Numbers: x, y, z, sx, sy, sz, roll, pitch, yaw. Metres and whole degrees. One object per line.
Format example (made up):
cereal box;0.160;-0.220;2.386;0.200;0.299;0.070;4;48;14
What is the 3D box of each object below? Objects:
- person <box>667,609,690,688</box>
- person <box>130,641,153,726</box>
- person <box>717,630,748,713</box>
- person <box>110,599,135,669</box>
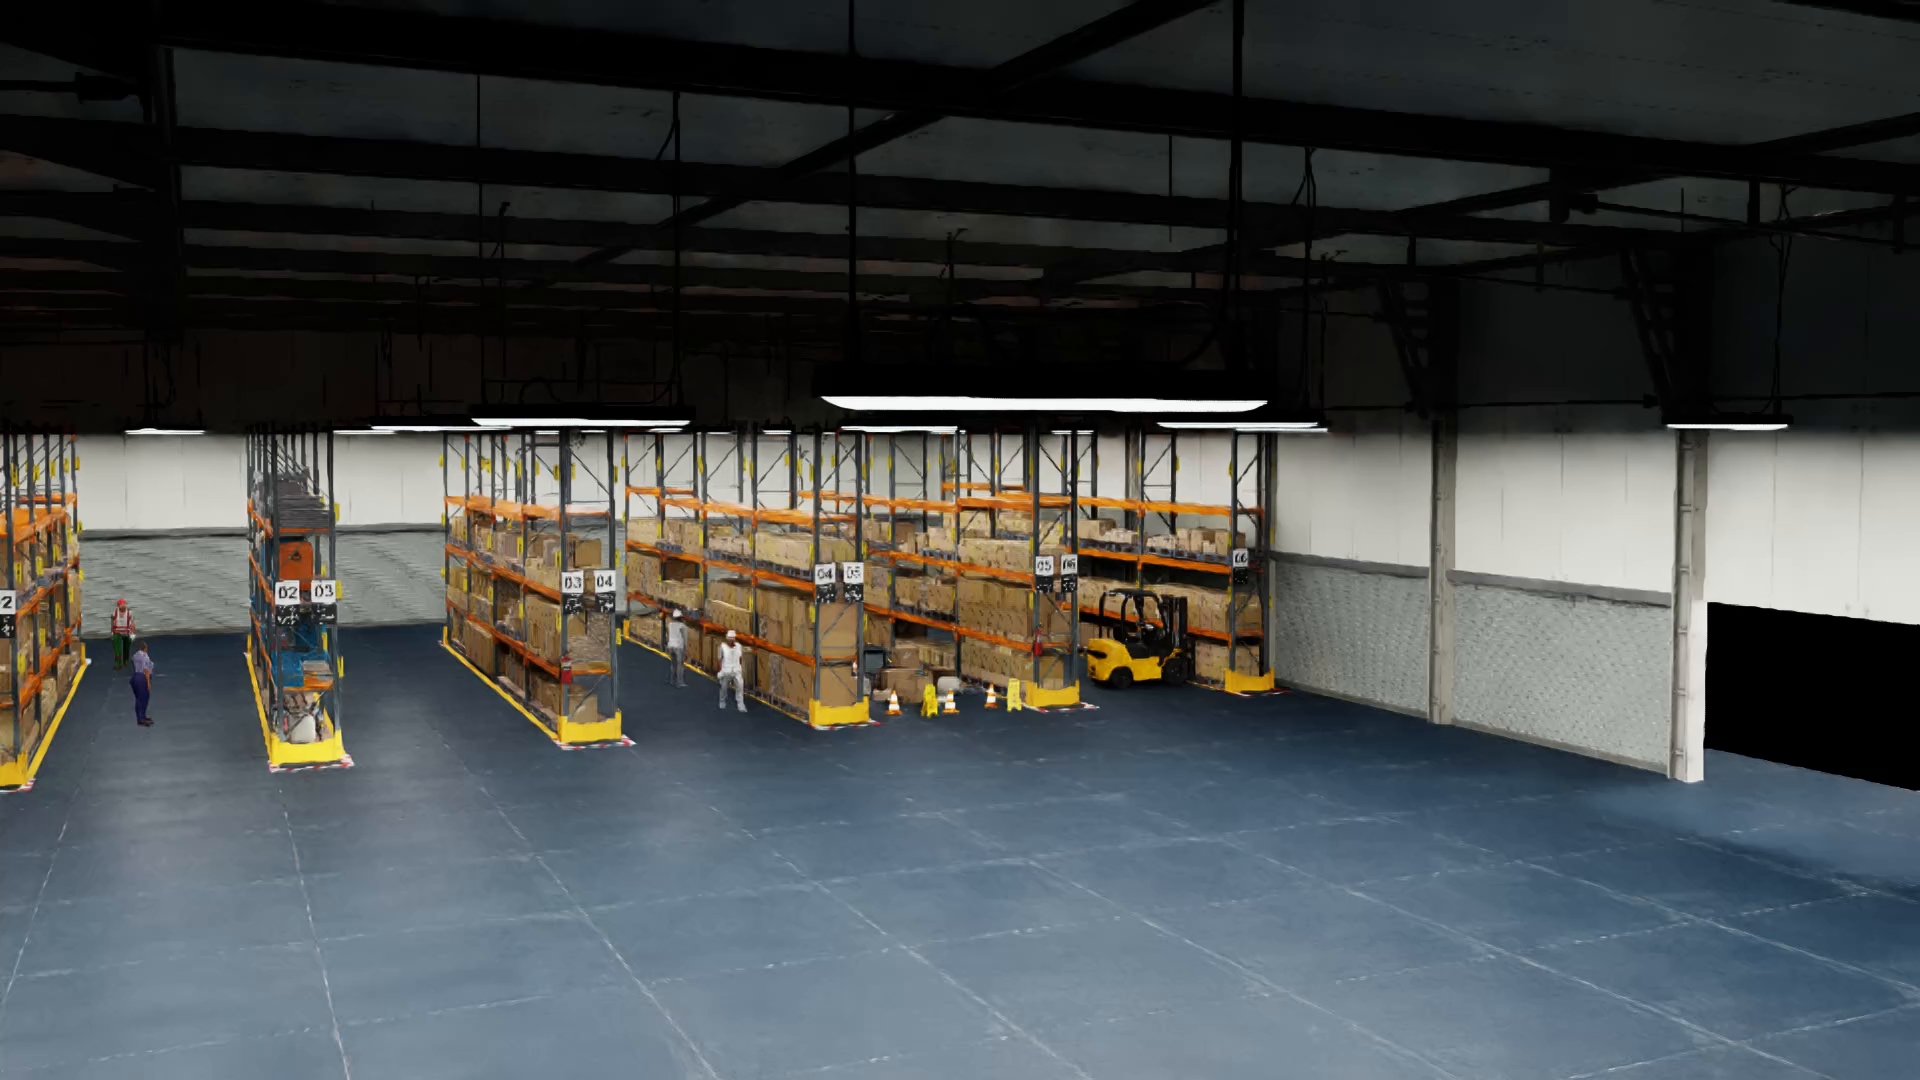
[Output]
person;-6.398;2.453;37.896;0.586;1.780;0.448;2;4;34
person;-16.183;2.824;32.989;0.578;1.657;0.445;3;5;38
person;-4.747;2.704;34.445;0.566;1.704;1.122;-1;4;-22
person;-20.655;2.290;41.027;0.550;1.709;1.128;-2;4;-27
